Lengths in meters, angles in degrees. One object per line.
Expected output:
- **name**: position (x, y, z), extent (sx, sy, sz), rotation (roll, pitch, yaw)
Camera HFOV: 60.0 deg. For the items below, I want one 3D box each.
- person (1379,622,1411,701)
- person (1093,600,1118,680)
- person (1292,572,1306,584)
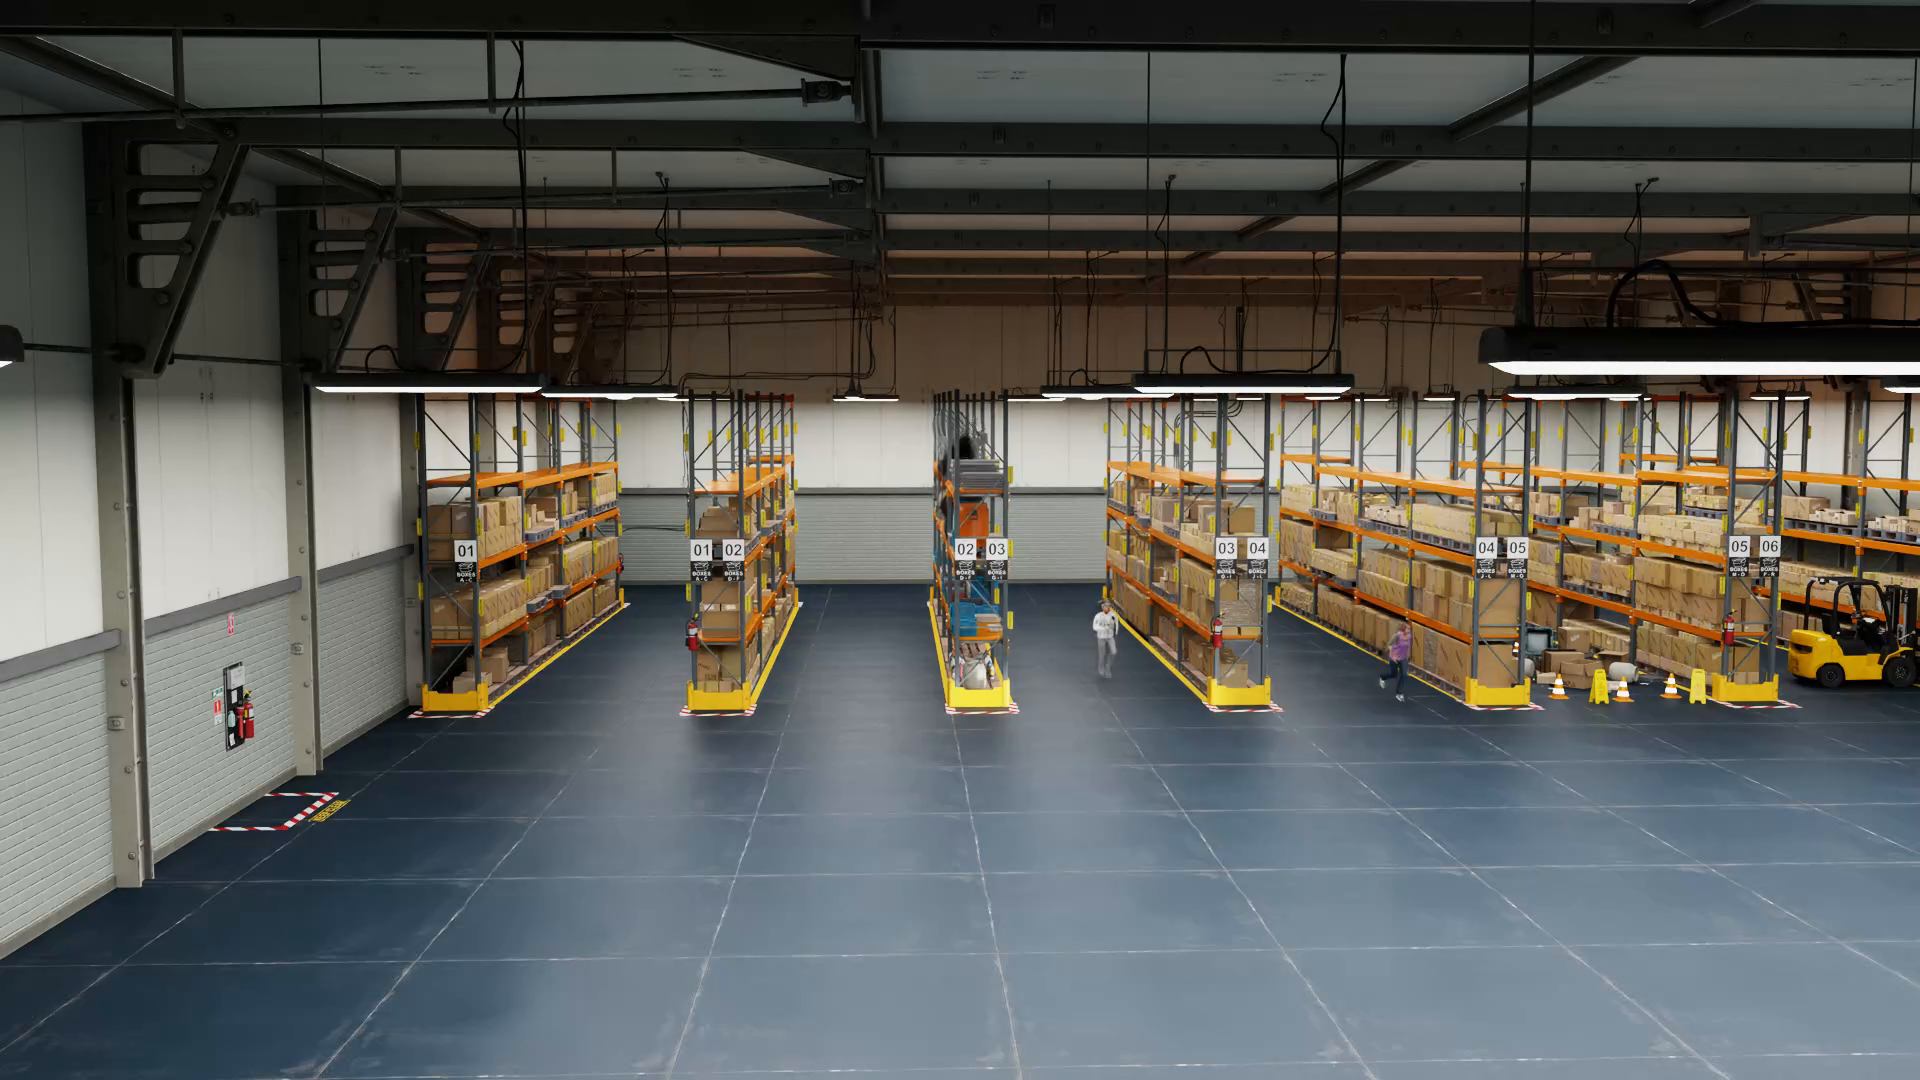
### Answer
- **person**: position (8.493, 2.340, 32.454), extent (0.549, 1.539, 0.864), rotation (-2, 5, -26)
- **person**: position (3.047, 2.057, 34.628), extent (0.642, 1.678, 0.788), rotation (-1, 5, -16)
- **person**: position (9.987, 0.939, 48.743), extent (0.489, 1.623, 0.613), rotation (1, 5, 12)
